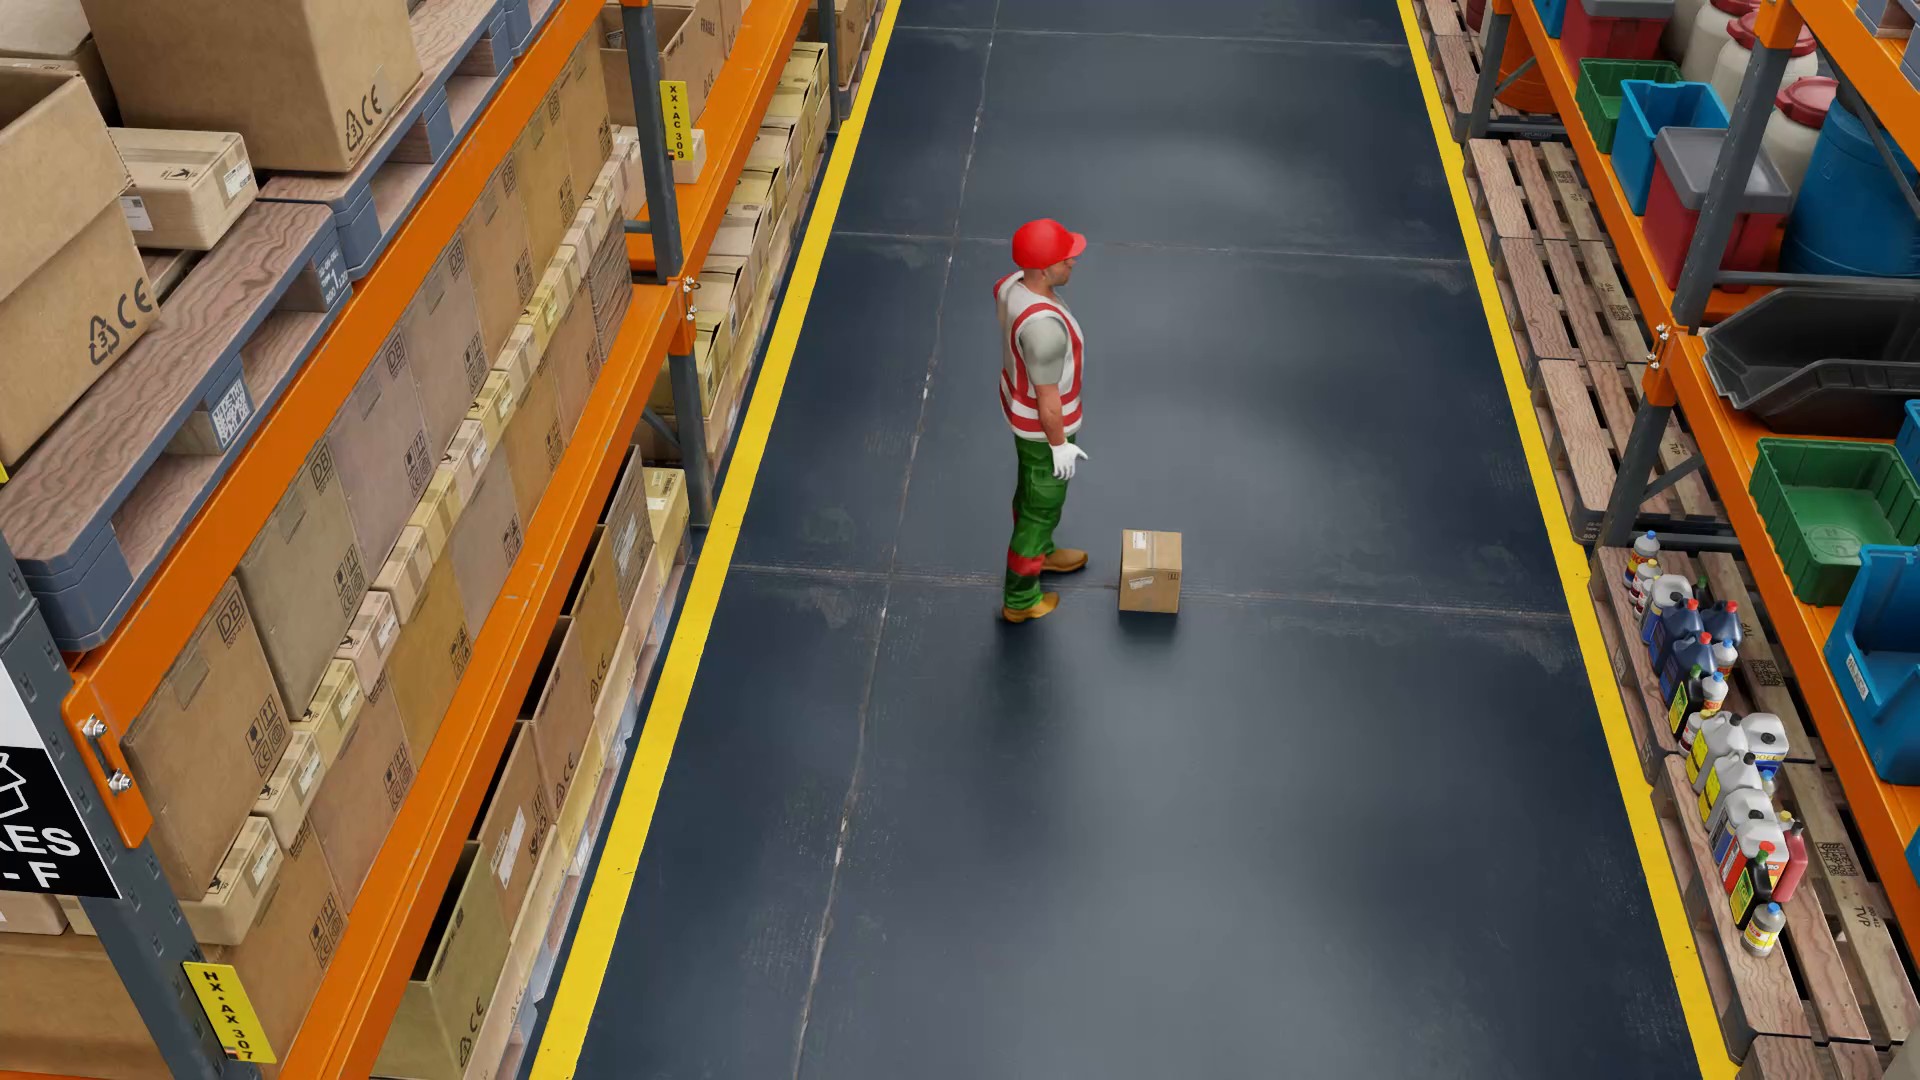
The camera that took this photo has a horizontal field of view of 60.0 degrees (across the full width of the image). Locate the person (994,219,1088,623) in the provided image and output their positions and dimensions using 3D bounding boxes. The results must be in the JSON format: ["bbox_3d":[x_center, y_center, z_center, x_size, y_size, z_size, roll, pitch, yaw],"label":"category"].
[{"bbox_3d":[0.363,-0.493,6.737,0.447,1.822,0.572,-6,40,-8],"label":"person"}]
